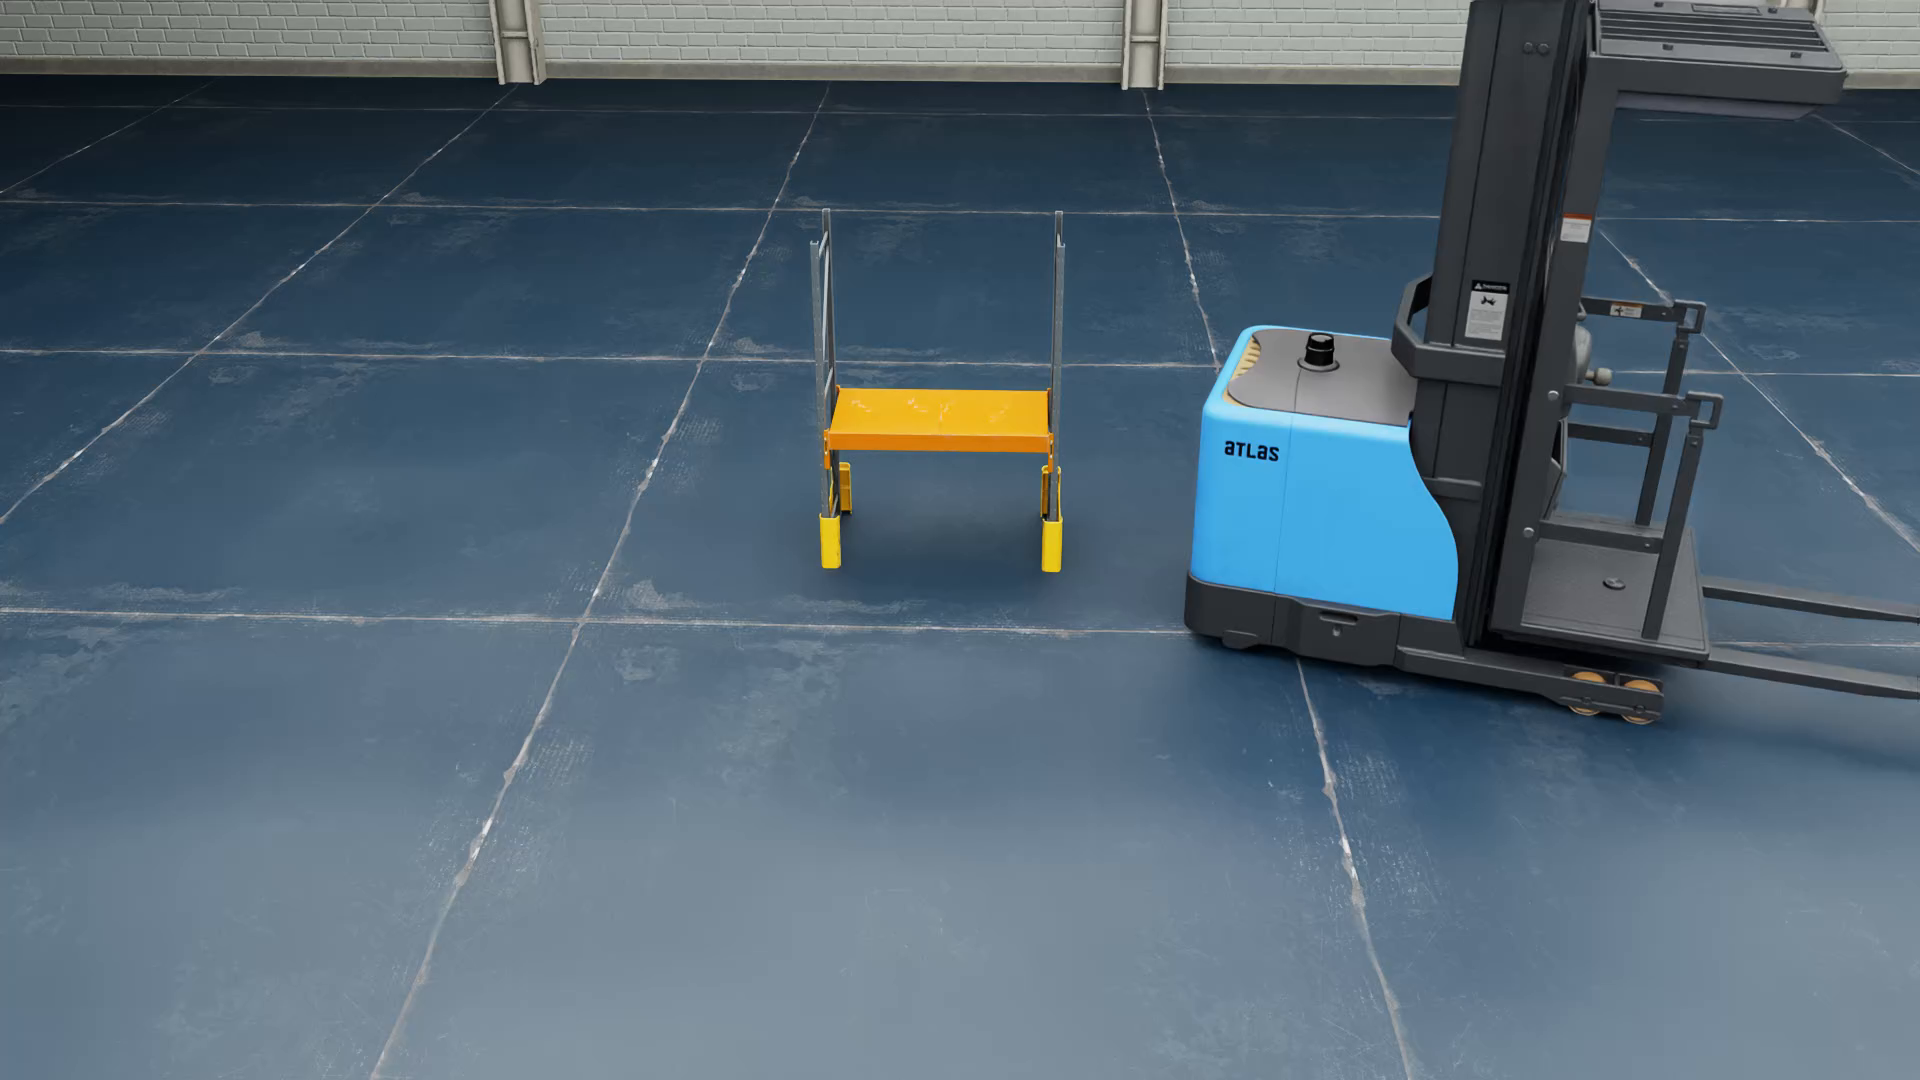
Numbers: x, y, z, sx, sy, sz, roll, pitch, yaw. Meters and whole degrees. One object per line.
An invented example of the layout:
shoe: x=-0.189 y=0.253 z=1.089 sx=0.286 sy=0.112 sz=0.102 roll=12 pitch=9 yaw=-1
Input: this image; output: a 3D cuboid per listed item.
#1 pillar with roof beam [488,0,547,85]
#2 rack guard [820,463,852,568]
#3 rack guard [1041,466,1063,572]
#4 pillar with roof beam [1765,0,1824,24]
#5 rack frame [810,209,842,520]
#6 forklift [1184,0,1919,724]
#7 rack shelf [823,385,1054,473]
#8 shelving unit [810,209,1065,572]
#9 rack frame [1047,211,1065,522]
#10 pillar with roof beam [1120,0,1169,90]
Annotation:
pillar with roof beam: x=-4.401 y=-6.429 z=10.271 sx=0.400 sy=9.000 sz=9.100 roll=1 pitch=28 yaw=2
rack guard: x=-0.574 y=-0.120 z=7.709 sx=0.087 sy=0.250 sz=0.587 roll=1 pitch=28 yaw=2
rack guard: x=0.422 y=-0.103 z=7.678 sx=0.087 sy=0.250 sz=0.587 roll=1 pitch=28 yaw=2
pillar with roof beam: x=7.592 y=-6.231 z=9.897 sx=0.400 sy=9.000 sz=9.100 roll=1 pitch=28 yaw=2
rack frame: x=-0.593 y=-0.672 z=7.417 sx=0.032 sy=1.500 sz=0.500 roll=1 pitch=28 yaw=2
forklift: x=2.510 y=-0.865 z=6.253 sx=3.031 sy=2.935 sz=1.130 roll=9 pitch=29 yaw=16
rack shelf: x=-0.085 y=-0.505 z=7.486 sx=1.000 sy=0.185 sz=0.538 roll=1 pitch=28 yaw=2
shelving unit: x=-0.076 y=-0.664 z=7.401 sx=1.083 sy=1.500 sz=0.587 roll=1 pitch=28 yaw=2
rack frame: x=0.423 y=-0.656 z=7.386 sx=0.032 sy=1.500 sz=0.500 roll=1 pitch=28 yaw=2
pillar with roof beam: x=1.595 y=-6.330 z=10.084 sx=0.400 sy=9.000 sz=9.100 roll=1 pitch=28 yaw=2
